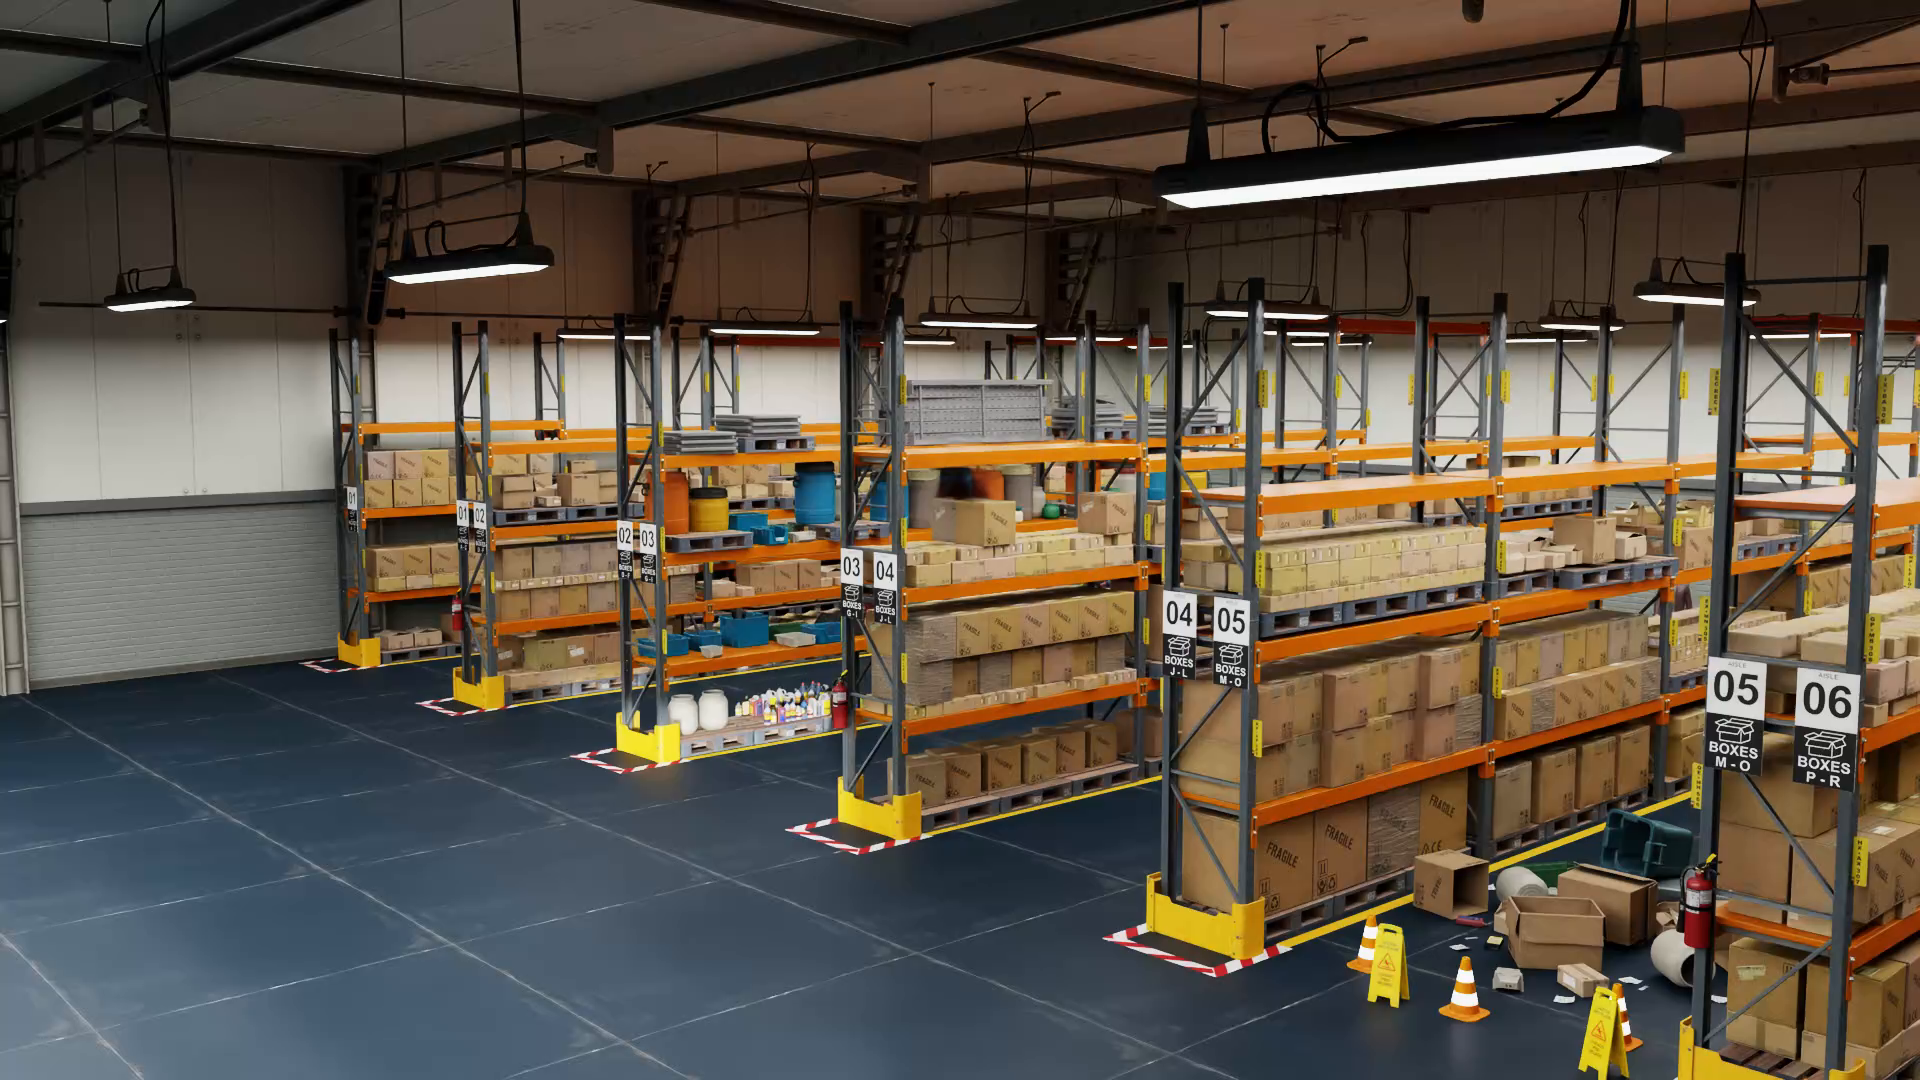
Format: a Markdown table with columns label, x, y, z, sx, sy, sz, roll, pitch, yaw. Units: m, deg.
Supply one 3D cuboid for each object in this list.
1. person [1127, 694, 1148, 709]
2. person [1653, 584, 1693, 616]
| label | x | y | z | sx | sy | sz | roll | pitch | yaw |
| --- | --- | --- | --- | --- | --- | --- | --- | --- | --- |
| person | 2.589 | 1.921 | 24.491 | 0.463 | 1.649 | 0.922 | 5 | 8 | 42 |
| person | 12.654 | 1.382 | 29.521 | 0.656 | 1.738 | 1.056 | 3 | 6 | 27 |
